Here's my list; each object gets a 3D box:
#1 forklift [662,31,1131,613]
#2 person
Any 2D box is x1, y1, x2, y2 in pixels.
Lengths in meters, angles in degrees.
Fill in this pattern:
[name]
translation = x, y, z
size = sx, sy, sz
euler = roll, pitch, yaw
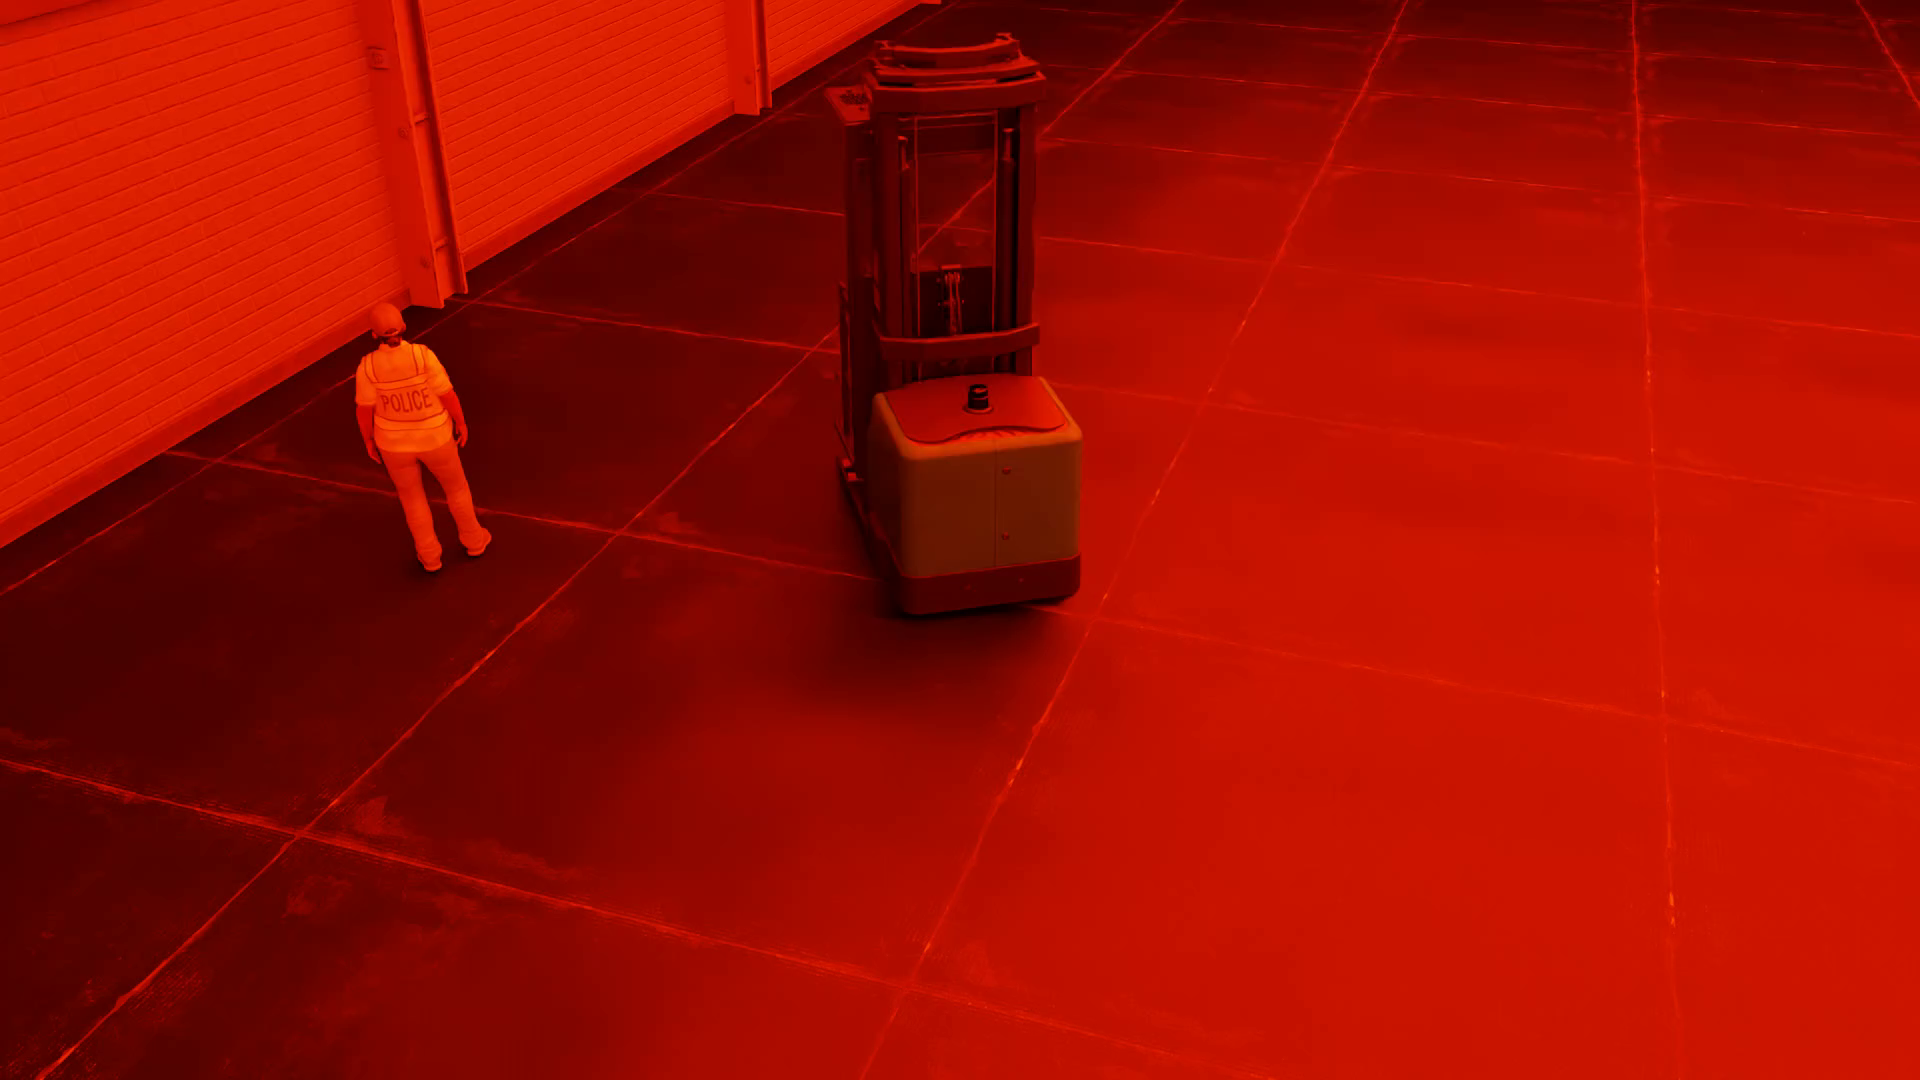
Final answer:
[forklift]
translation = -0.511, -1.428, 9.641
size = 3.031, 2.935, 1.130
euler = 19, 35, 30
[person]
translation = -3.080, -0.606, 9.463
size = 0.596, 1.670, 0.530
euler = -8, 31, -14
